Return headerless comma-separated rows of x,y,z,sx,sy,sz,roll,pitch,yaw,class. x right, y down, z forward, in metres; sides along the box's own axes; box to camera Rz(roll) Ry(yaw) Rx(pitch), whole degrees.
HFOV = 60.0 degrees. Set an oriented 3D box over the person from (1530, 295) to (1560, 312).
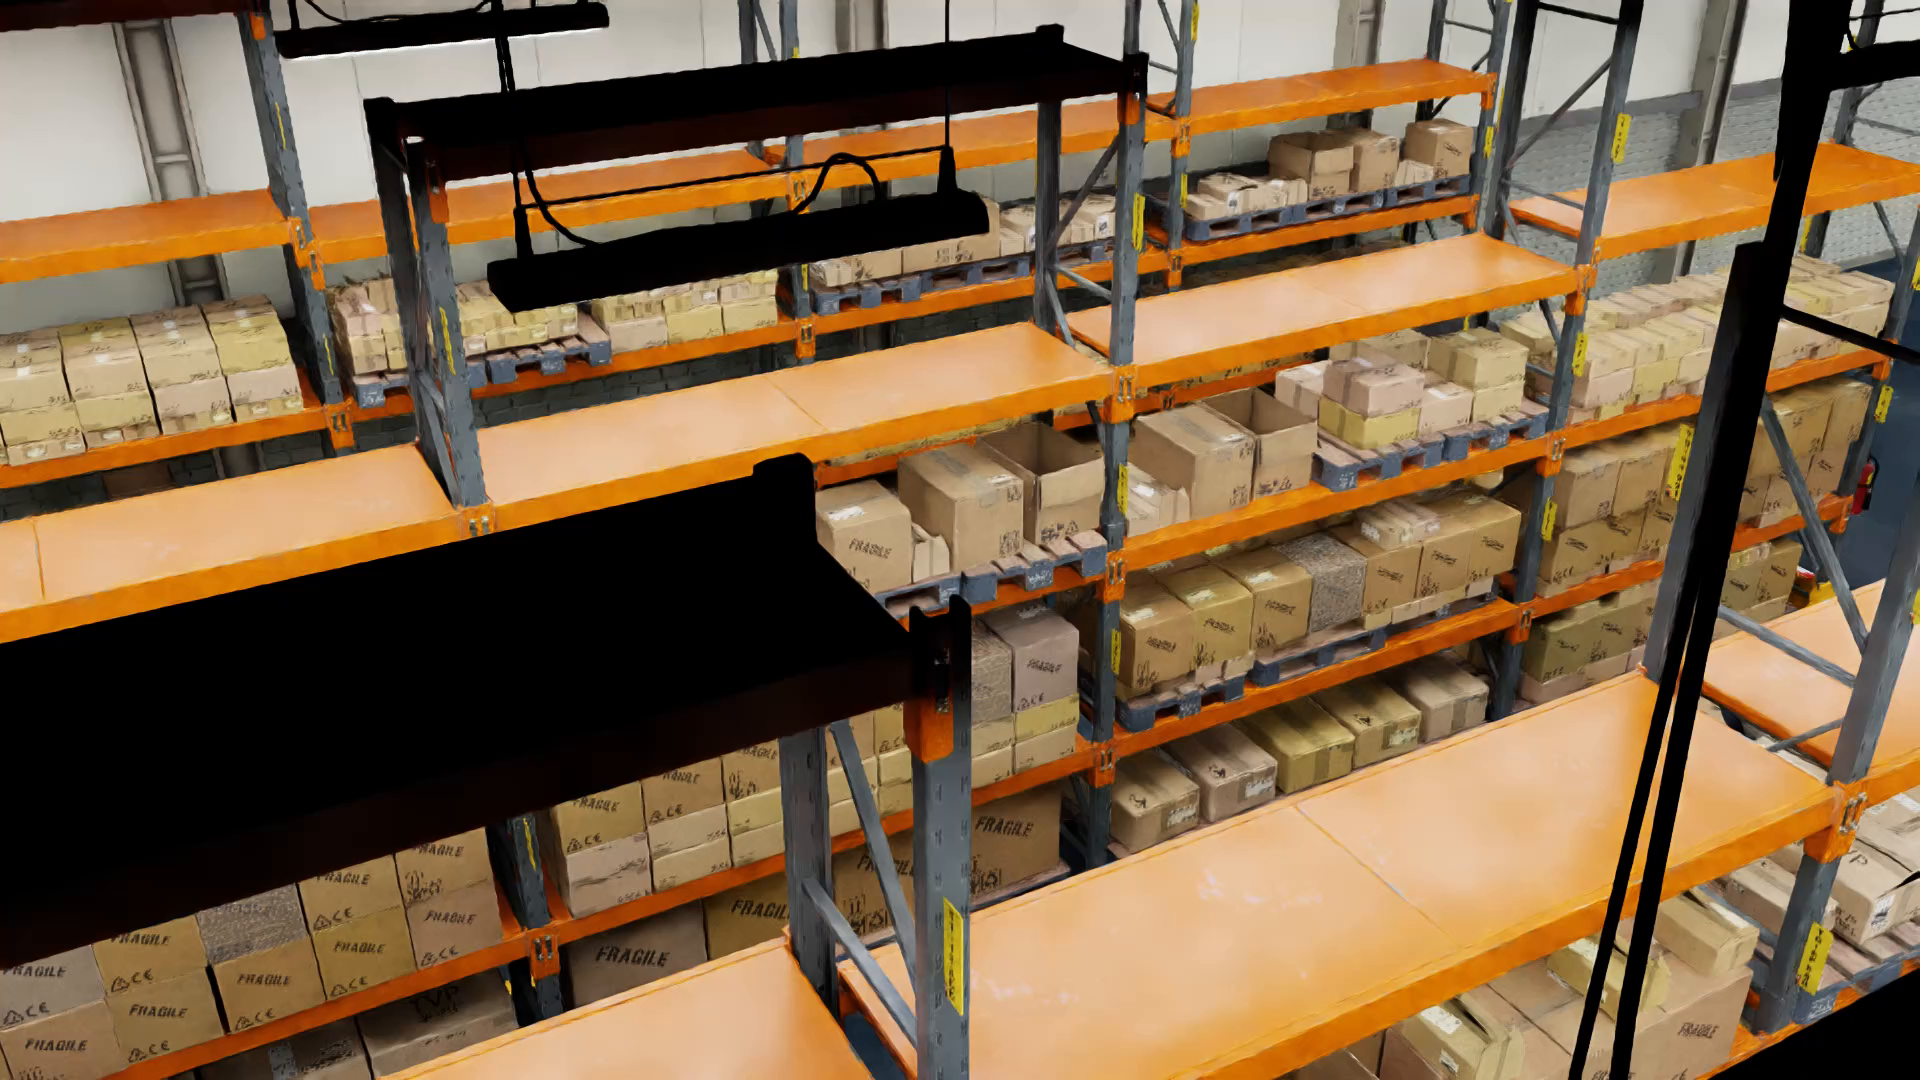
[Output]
6.995,-2.629,20.269,0.483,1.587,0.513,19,33,31,person
